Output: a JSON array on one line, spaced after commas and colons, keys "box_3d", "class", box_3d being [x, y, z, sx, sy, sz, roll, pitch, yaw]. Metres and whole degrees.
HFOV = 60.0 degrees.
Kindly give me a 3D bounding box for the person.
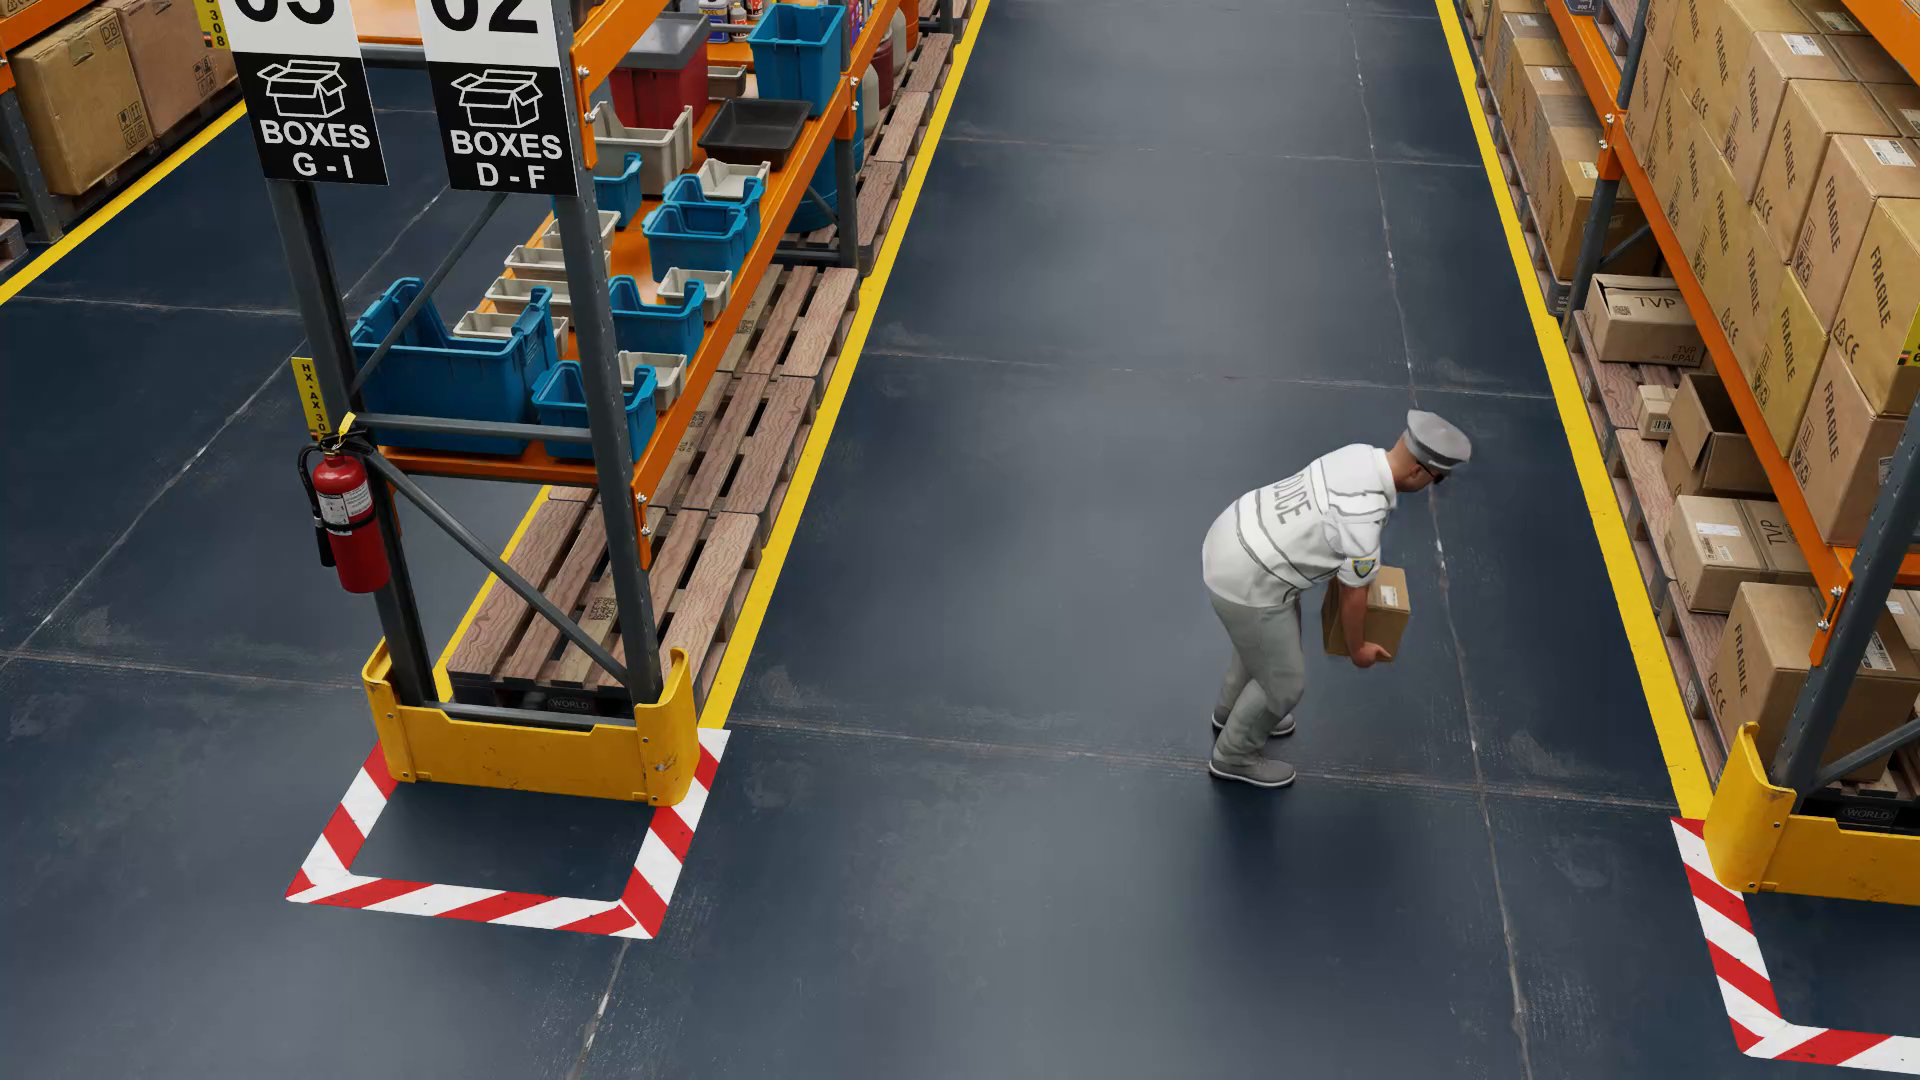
[{"box_3d": [1.302, 0.212, 6.045, 0.860, 1.529, 0.487, 4, 36, 5], "class": "person"}]
